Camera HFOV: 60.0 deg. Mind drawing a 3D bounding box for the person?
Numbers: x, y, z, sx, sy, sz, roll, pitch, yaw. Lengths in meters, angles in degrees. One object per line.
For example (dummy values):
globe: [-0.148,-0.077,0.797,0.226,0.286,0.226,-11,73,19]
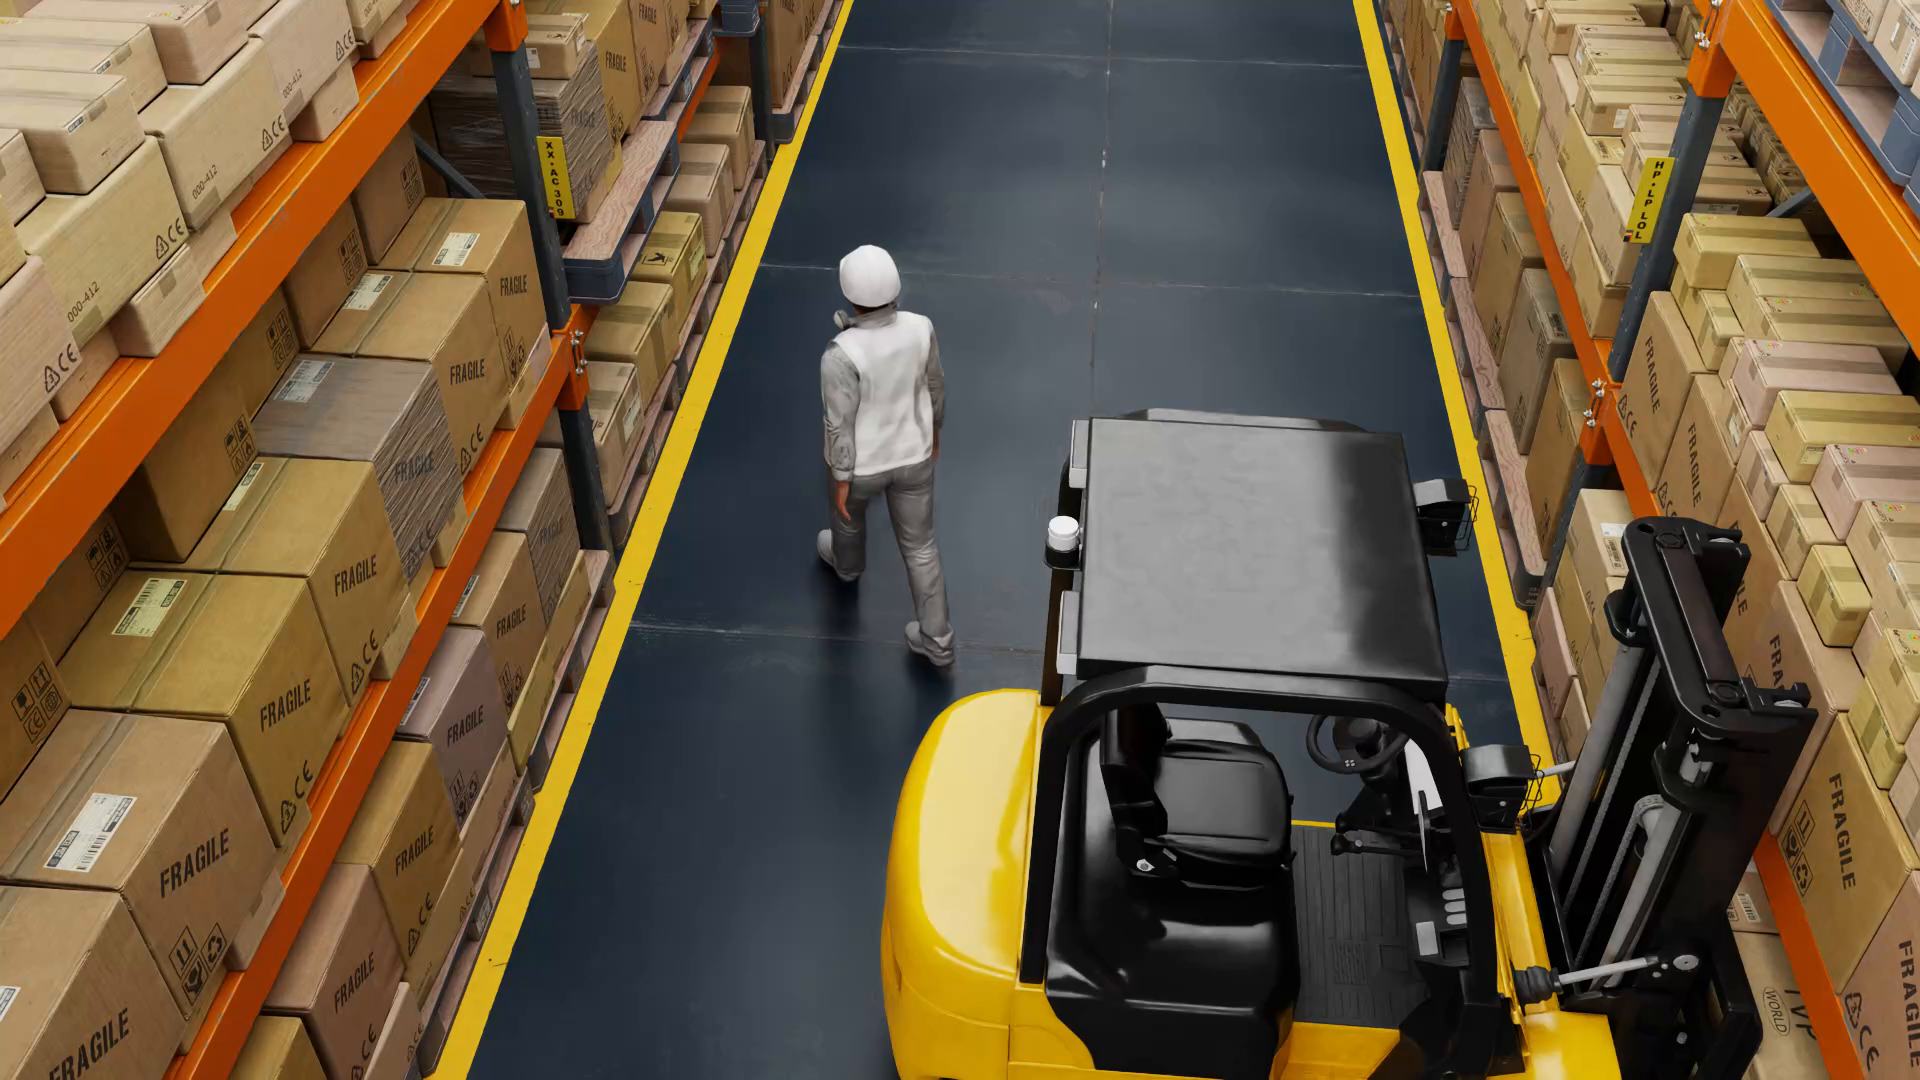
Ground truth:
person: [-0.292,-0.371,6.610,0.552,1.729,1.029,-16,43,-19]
